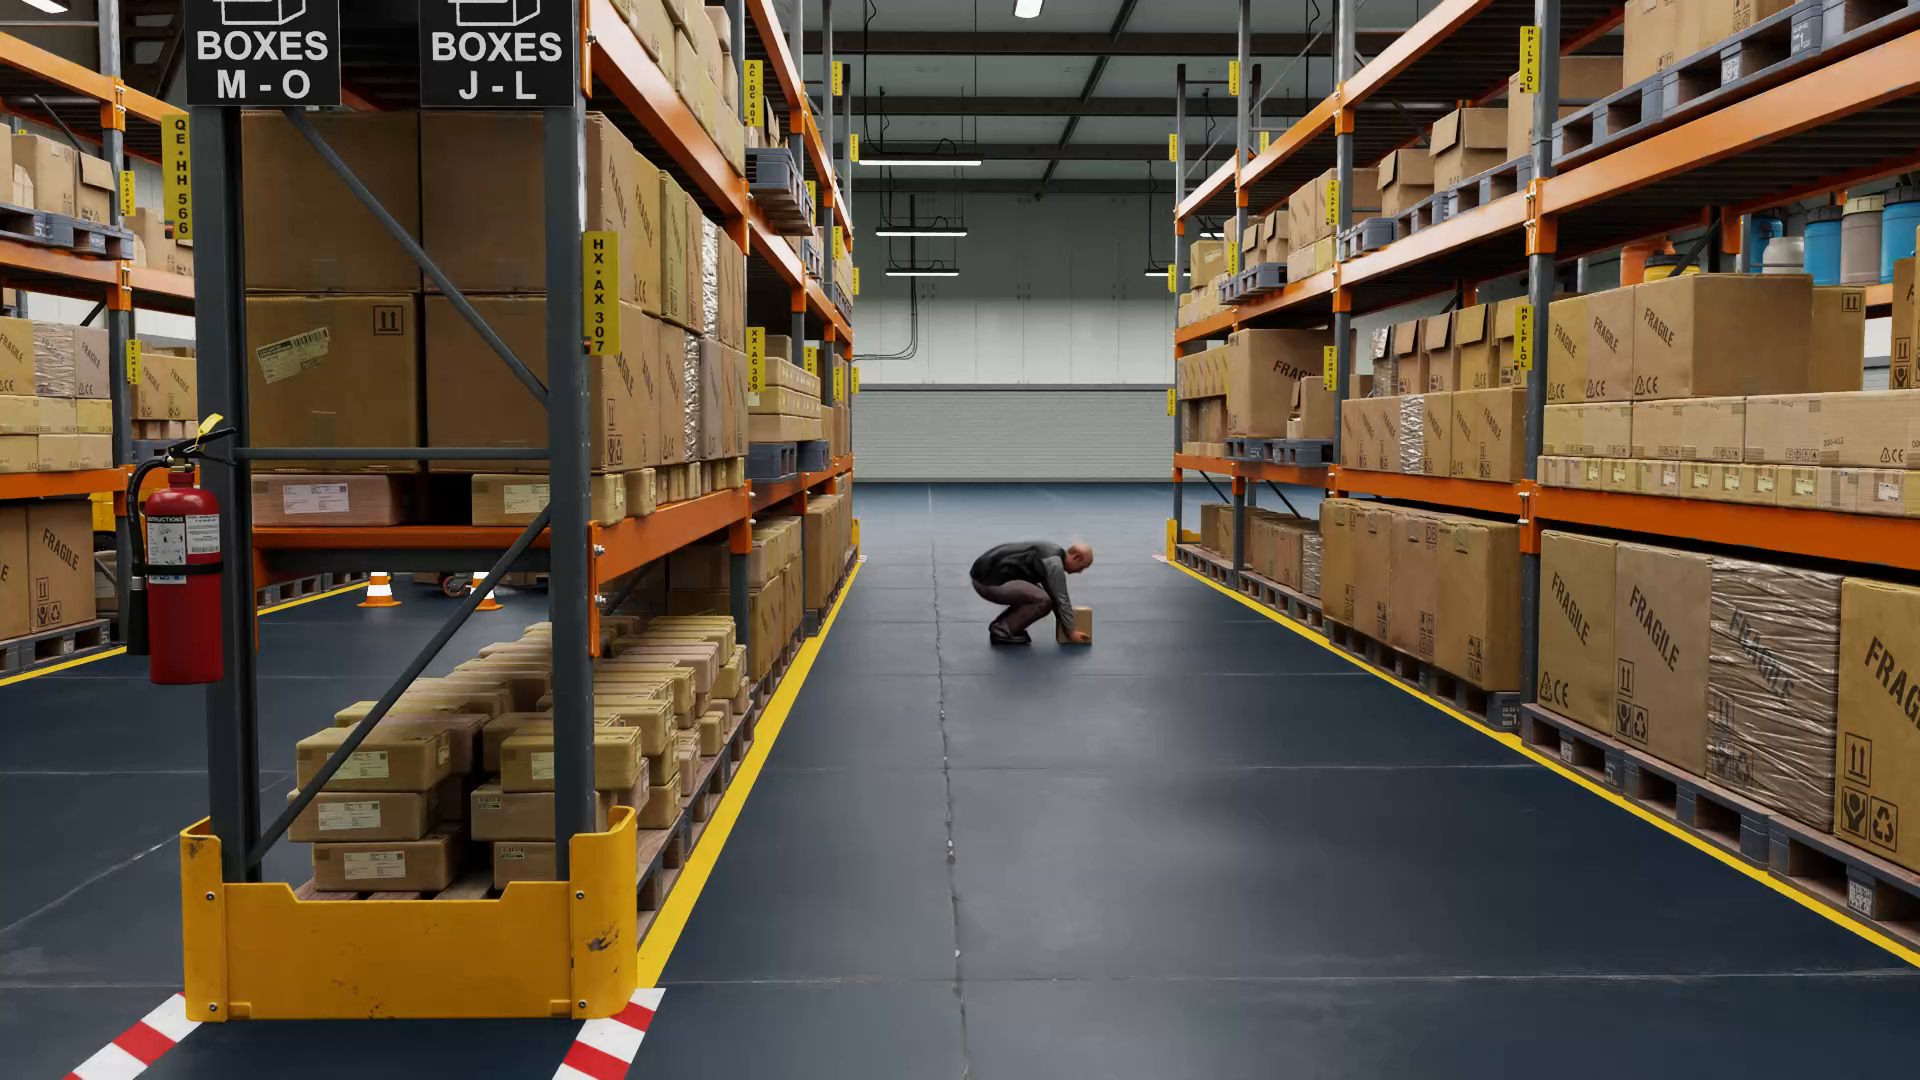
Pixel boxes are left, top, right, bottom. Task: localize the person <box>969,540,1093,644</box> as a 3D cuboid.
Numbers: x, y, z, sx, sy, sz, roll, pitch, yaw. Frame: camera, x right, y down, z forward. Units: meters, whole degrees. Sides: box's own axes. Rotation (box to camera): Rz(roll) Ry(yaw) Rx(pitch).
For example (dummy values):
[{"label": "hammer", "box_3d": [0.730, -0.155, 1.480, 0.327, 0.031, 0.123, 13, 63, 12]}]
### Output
[{"label": "person", "box_3d": [0.538, 0.397, 12.479, 0.933, 0.796, 0.509, 0, 4, -3]}]
